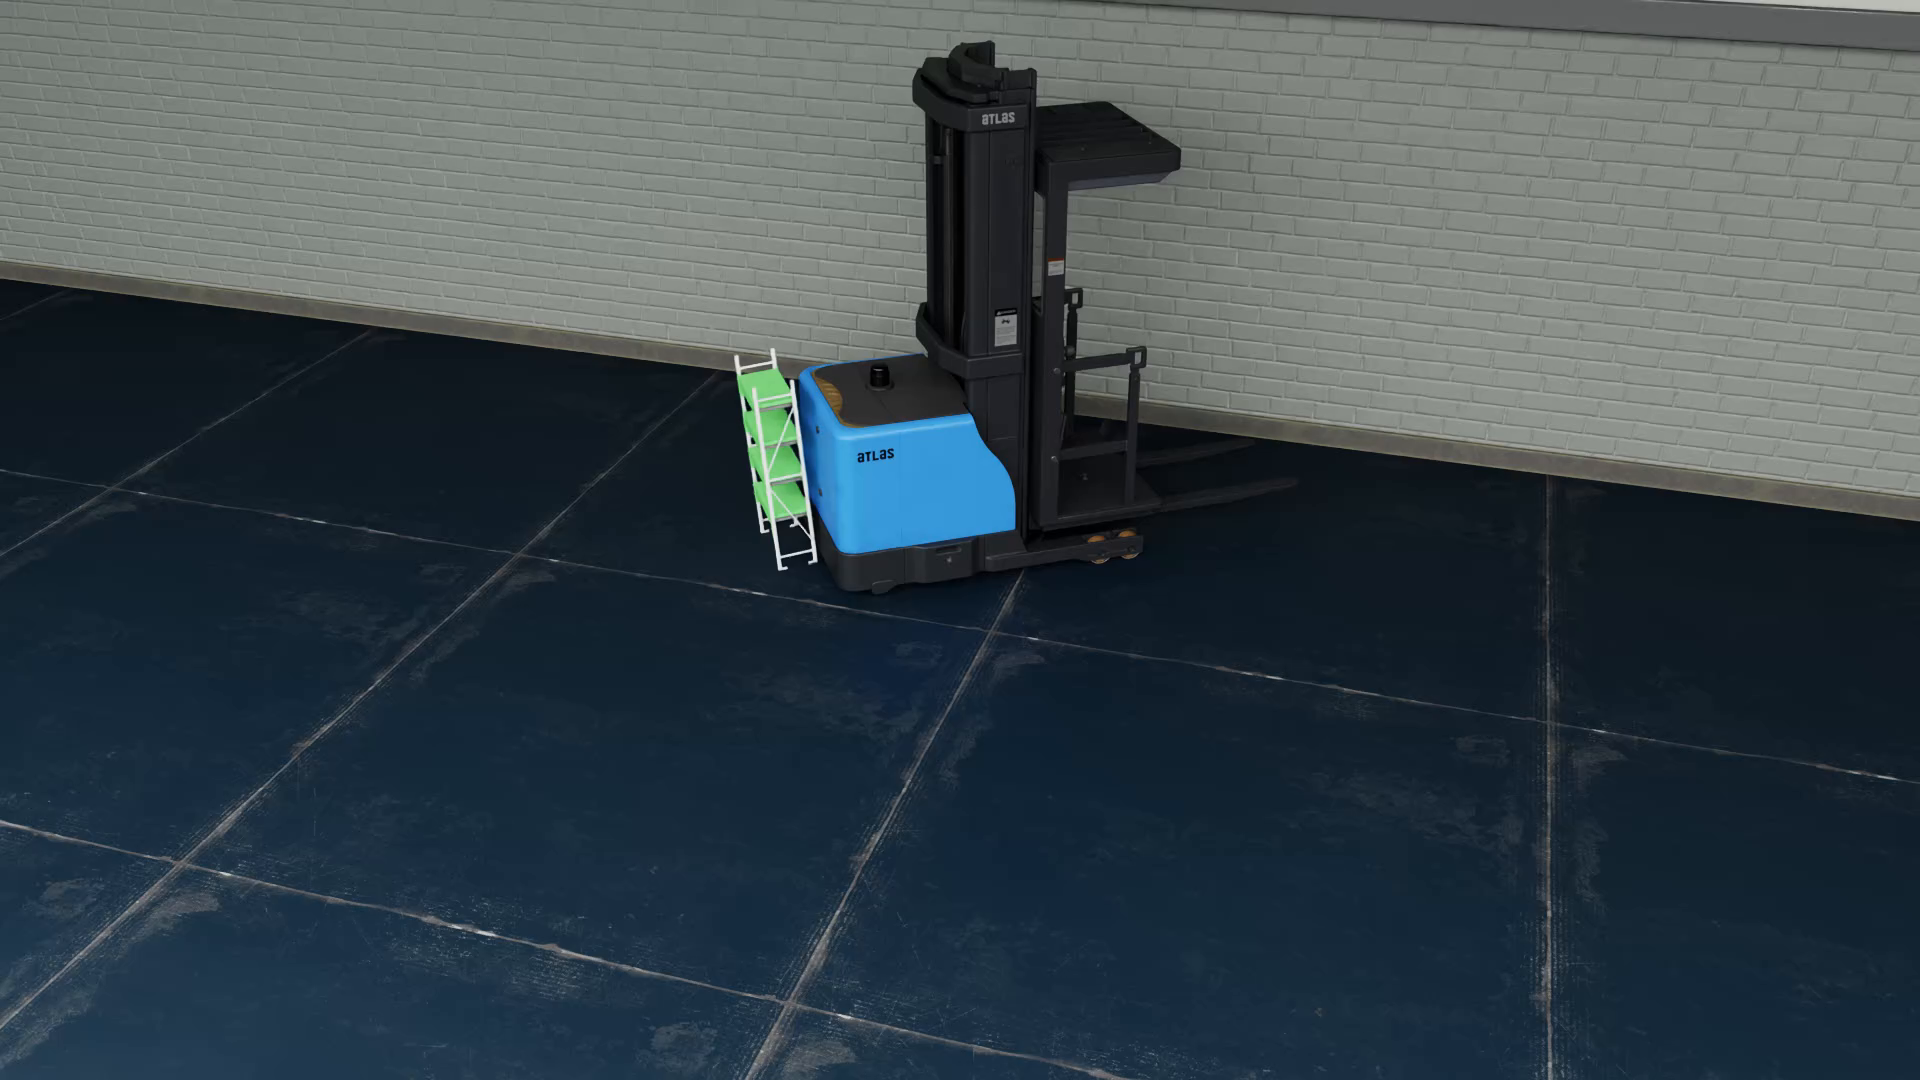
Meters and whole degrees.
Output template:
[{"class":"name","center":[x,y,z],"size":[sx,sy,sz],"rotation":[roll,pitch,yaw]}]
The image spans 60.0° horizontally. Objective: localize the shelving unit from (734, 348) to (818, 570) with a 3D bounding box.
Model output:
[{"class":"shelving unit","center":[-1.092,-0.476,9.889],"size":[0.258,1.200,0.503],"rotation":[-13,31,-14]}]

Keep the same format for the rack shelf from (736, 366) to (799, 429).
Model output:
[{"class":"rack shelf","center":[-1.121,-0.834,9.679],"size":[0.258,0.148,0.480],"rotation":[-13,31,-14]}]

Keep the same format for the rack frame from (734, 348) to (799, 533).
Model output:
[{"class":"rack frame","center":[-1.169,-0.589,10.091],"size":[0.240,1.200,0.015],"rotation":[-13,31,-14]}]

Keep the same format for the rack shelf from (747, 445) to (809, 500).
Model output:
[{"class":"rack shelf","center":[-1.087,-0.421,9.921],"size":[0.258,0.148,0.480],"rotation":[-13,31,-14]}]

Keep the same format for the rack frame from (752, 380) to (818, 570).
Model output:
[{"class":"rack frame","center":[-1.015,-0.364,9.686],"size":[0.240,1.200,0.015],"rotation":[-13,31,-14]}]

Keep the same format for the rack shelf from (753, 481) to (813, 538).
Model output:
[{"class":"rack shelf","center":[-1.071,-0.215,10.042],"size":[0.258,0.148,0.480],"rotation":[-13,31,-14]}]

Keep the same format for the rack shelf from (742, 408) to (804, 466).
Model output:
[{"class":"rack shelf","center":[-1.104,-0.628,9.800],"size":[0.258,0.148,0.480],"rotation":[-13,31,-14]}]

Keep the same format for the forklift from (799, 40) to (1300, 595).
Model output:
[{"class":"forklift","center":[0.599,-1.374,9.741],"size":[3.031,2.935,1.130],"rotation":[-9,30,-16]}]
